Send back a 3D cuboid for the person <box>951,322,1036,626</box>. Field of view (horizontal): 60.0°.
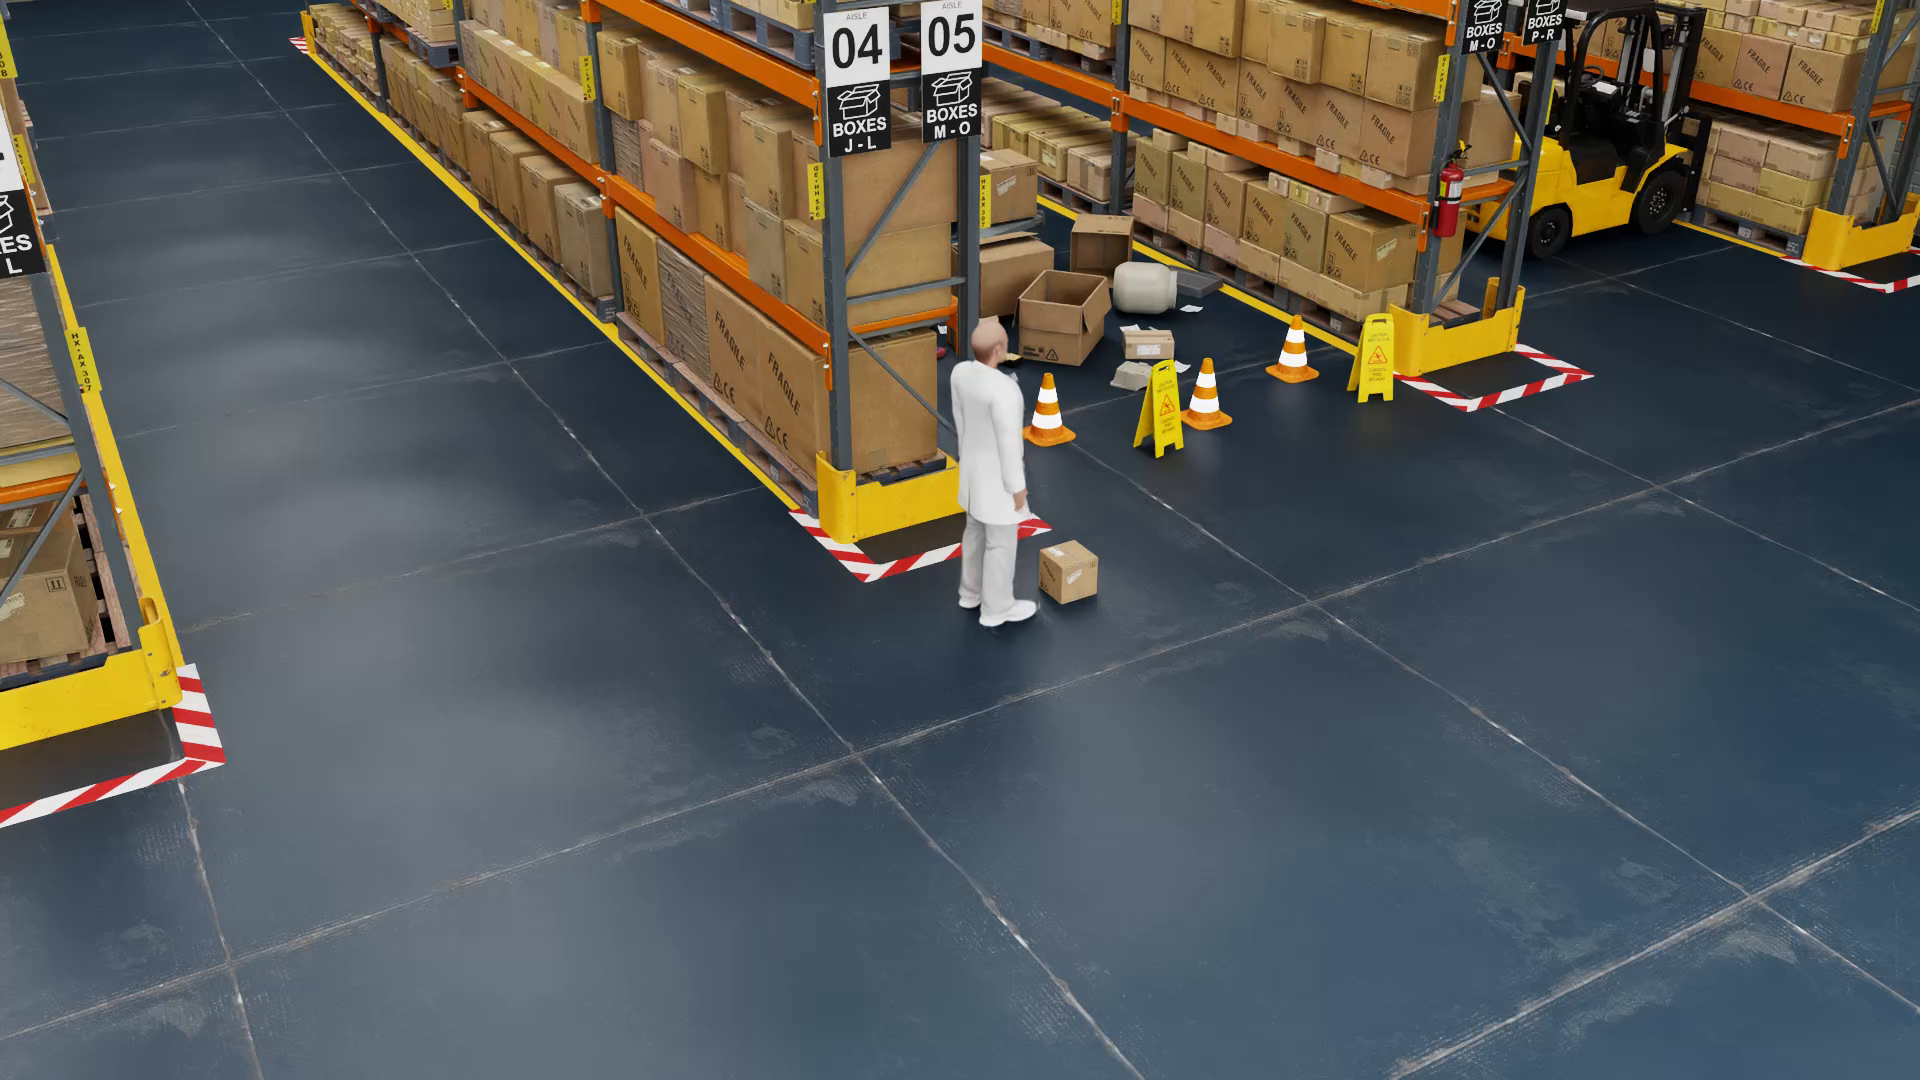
[{"bbox_3d":[0.207,-0.378,9.264,0.400,1.778,0.615,-15,32,-25],"label":"person"}]
